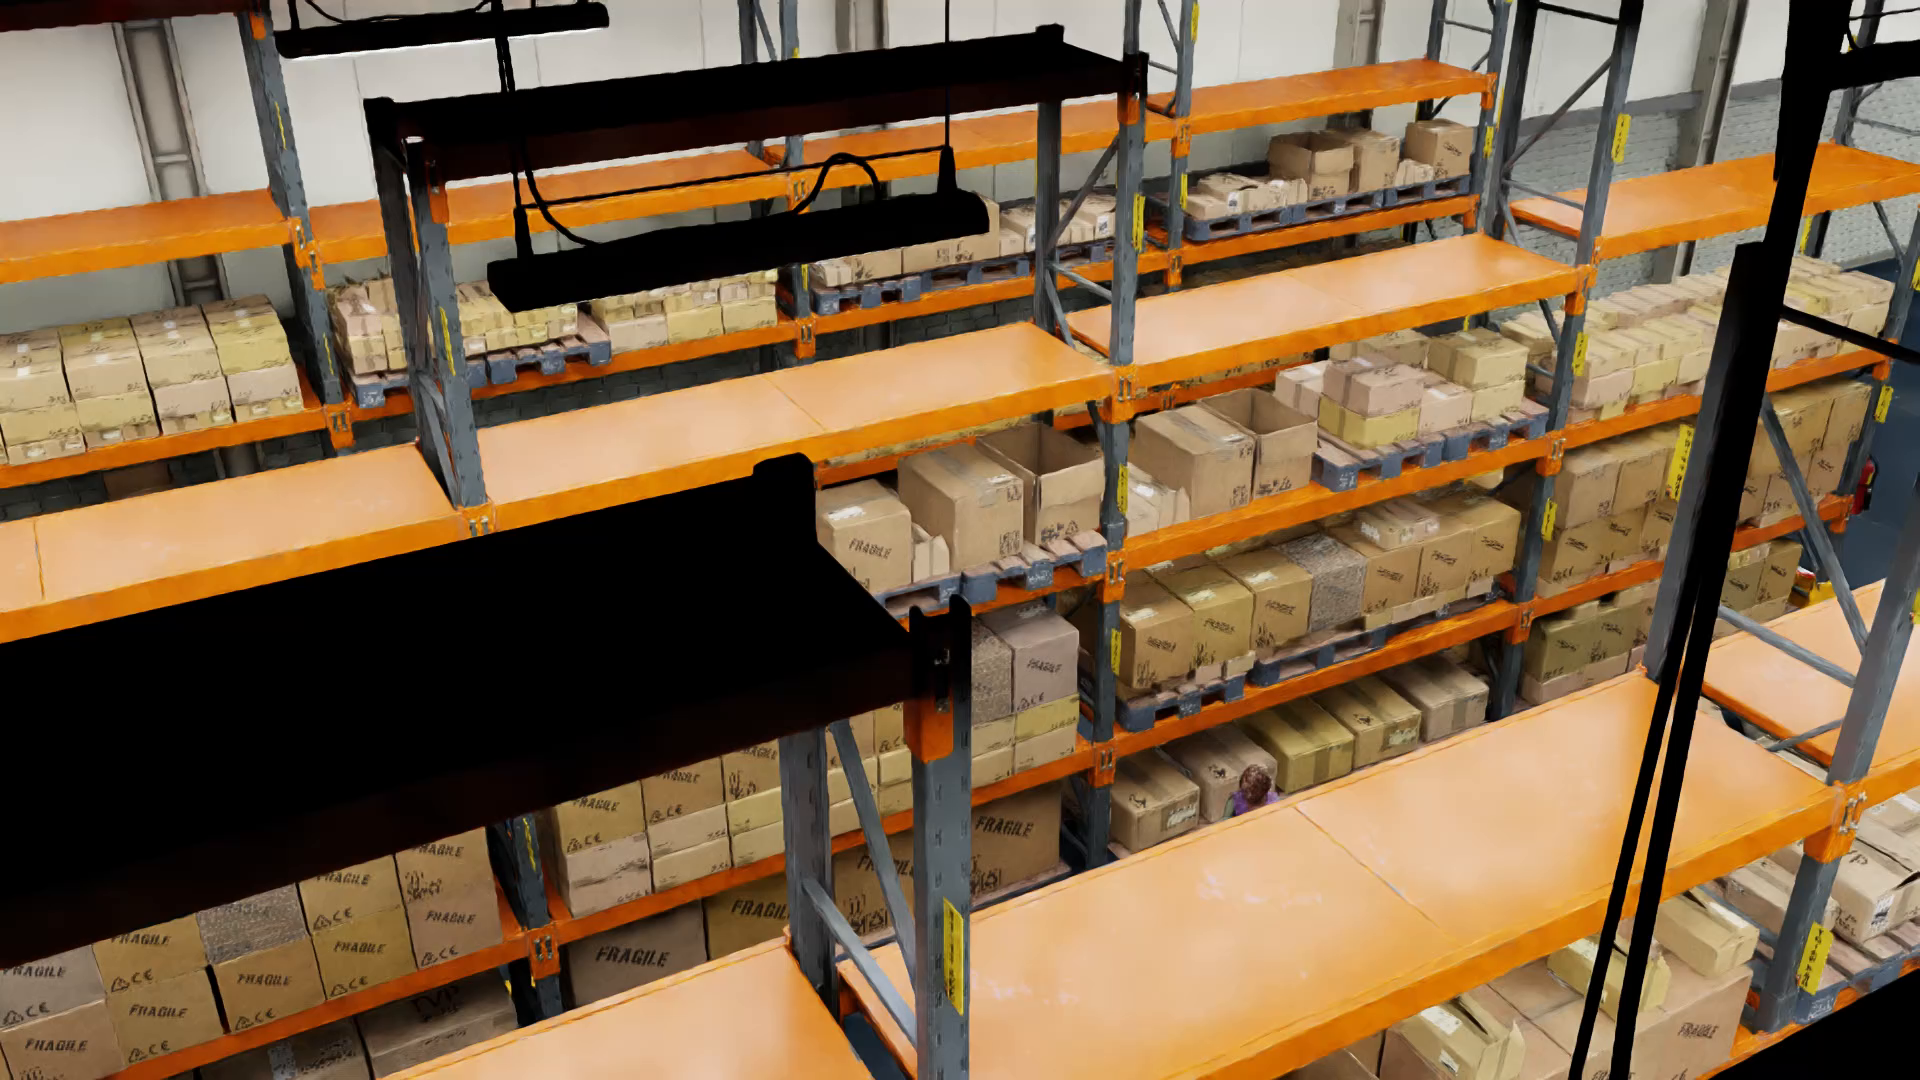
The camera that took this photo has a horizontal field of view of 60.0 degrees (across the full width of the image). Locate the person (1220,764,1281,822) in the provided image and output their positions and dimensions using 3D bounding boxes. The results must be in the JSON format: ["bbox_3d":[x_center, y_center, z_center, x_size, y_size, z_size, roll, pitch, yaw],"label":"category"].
[{"bbox_3d":[1.924,2.179,11.159,0.522,1.591,0.522,-3,28,-5],"label":"person"}]
